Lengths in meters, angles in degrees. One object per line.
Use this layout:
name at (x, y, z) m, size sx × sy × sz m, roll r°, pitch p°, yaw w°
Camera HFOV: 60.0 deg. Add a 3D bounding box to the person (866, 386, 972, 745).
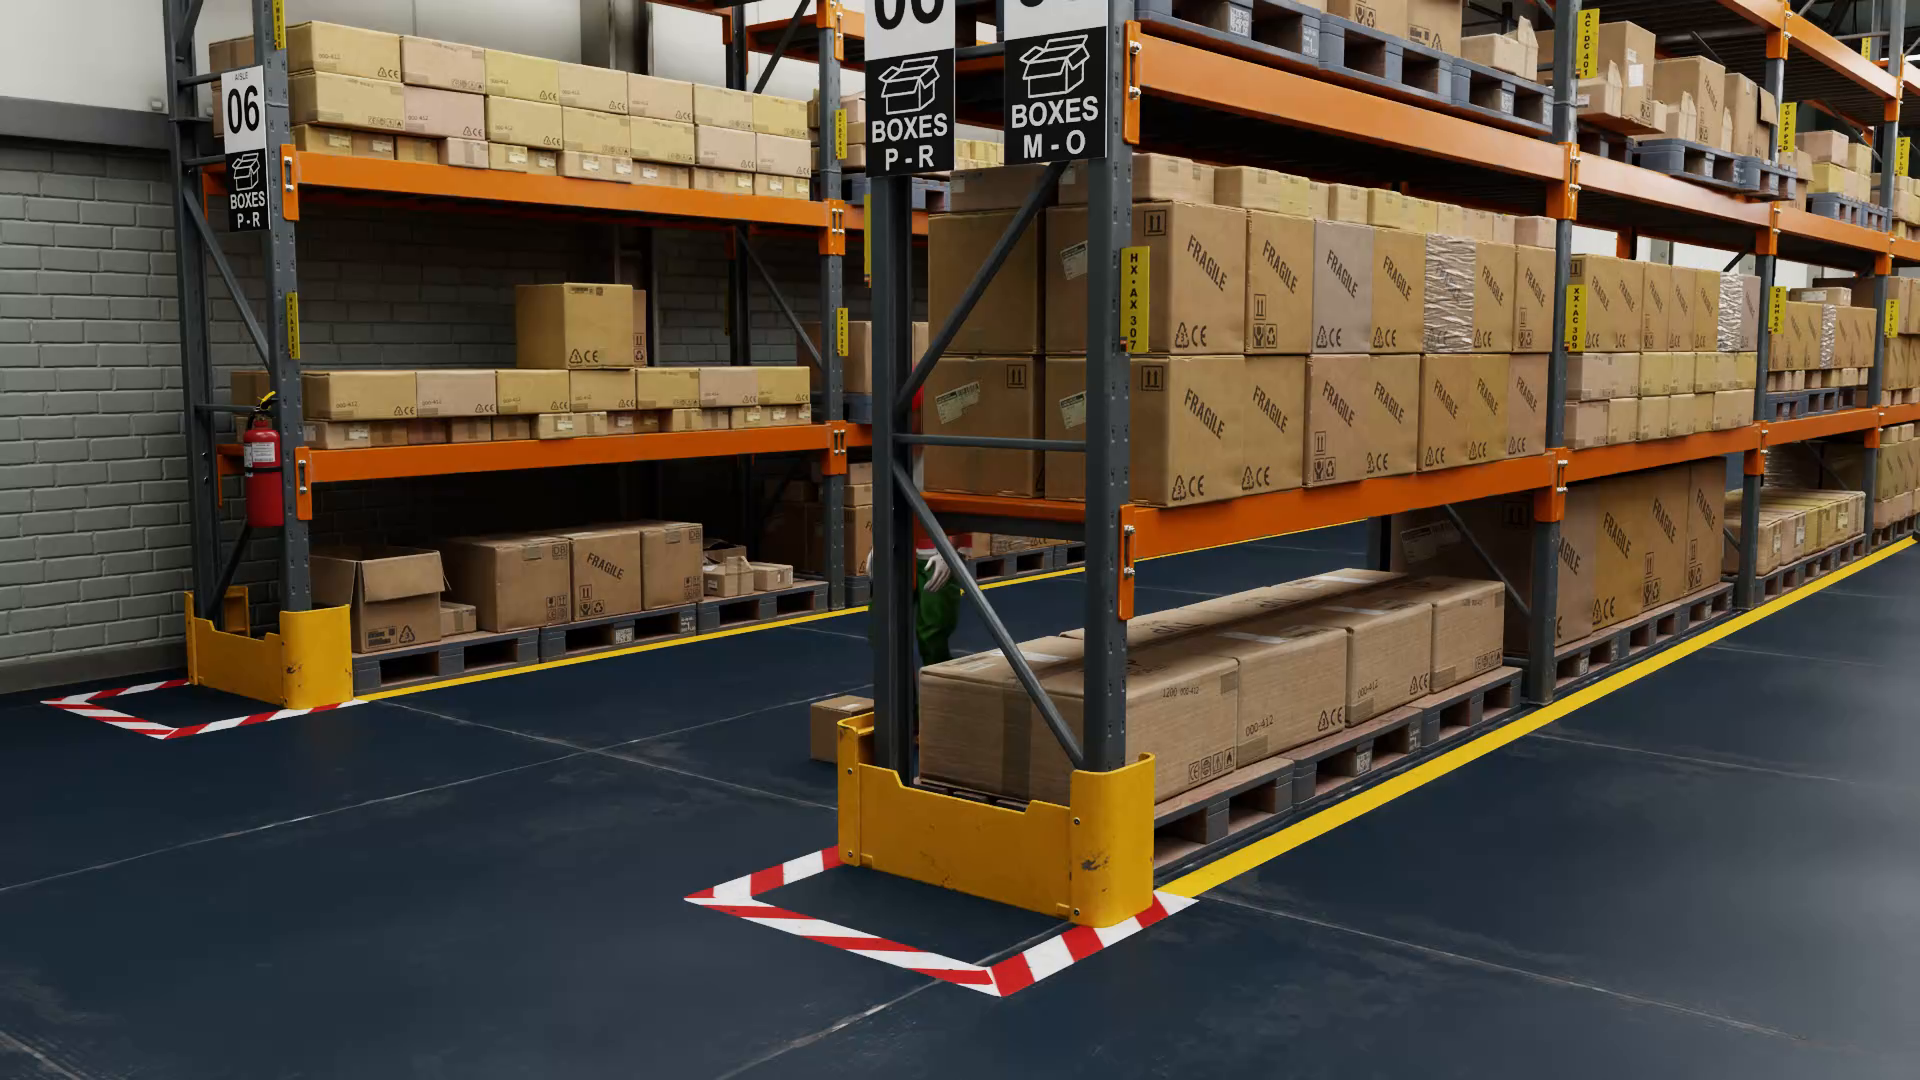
person at (-0.181, 0.098, 7.680) m, size 0.554 × 1.699 × 0.516 m, roll 5°, pitch 9°, yaw 40°
